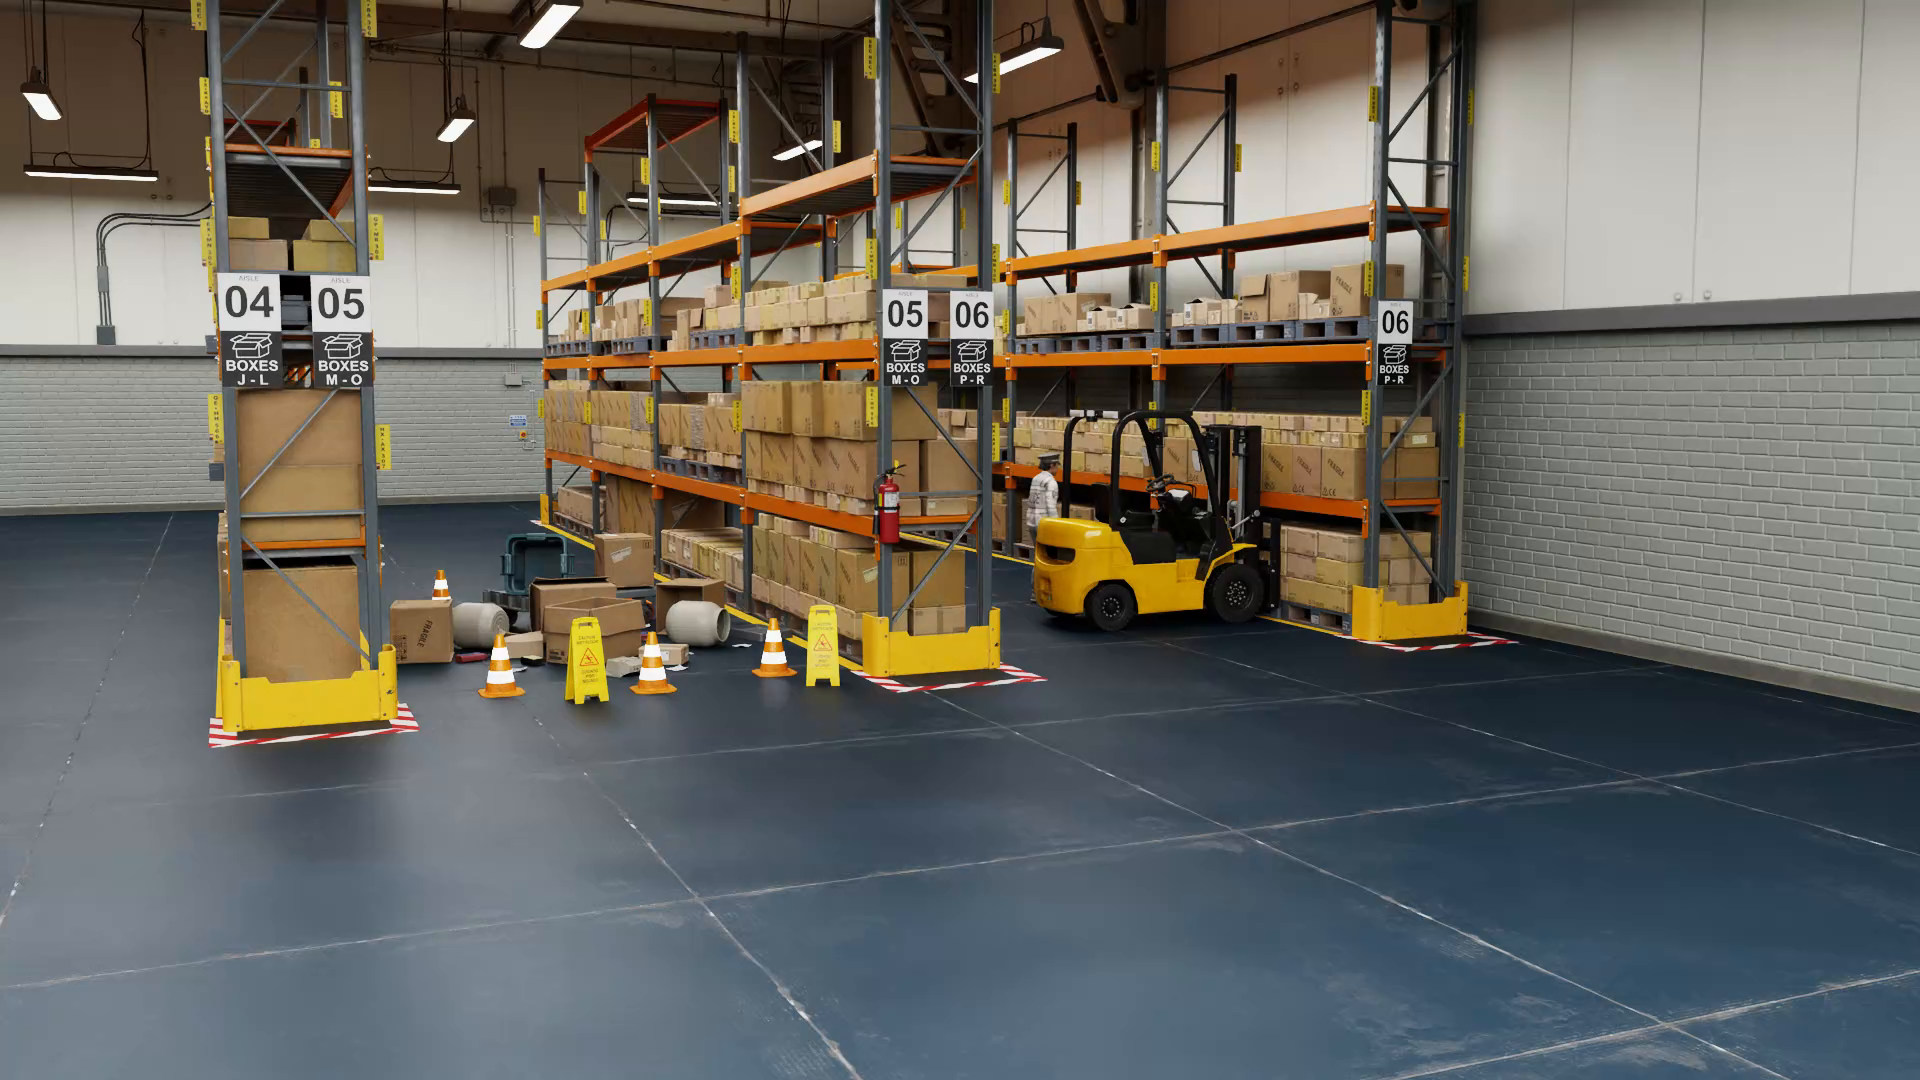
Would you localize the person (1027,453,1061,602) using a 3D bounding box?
[{"bbox_3d":[0.943,-0.131,18.343,0.378,1.663,0.531,-2,6,-24],"label":"person"}]
